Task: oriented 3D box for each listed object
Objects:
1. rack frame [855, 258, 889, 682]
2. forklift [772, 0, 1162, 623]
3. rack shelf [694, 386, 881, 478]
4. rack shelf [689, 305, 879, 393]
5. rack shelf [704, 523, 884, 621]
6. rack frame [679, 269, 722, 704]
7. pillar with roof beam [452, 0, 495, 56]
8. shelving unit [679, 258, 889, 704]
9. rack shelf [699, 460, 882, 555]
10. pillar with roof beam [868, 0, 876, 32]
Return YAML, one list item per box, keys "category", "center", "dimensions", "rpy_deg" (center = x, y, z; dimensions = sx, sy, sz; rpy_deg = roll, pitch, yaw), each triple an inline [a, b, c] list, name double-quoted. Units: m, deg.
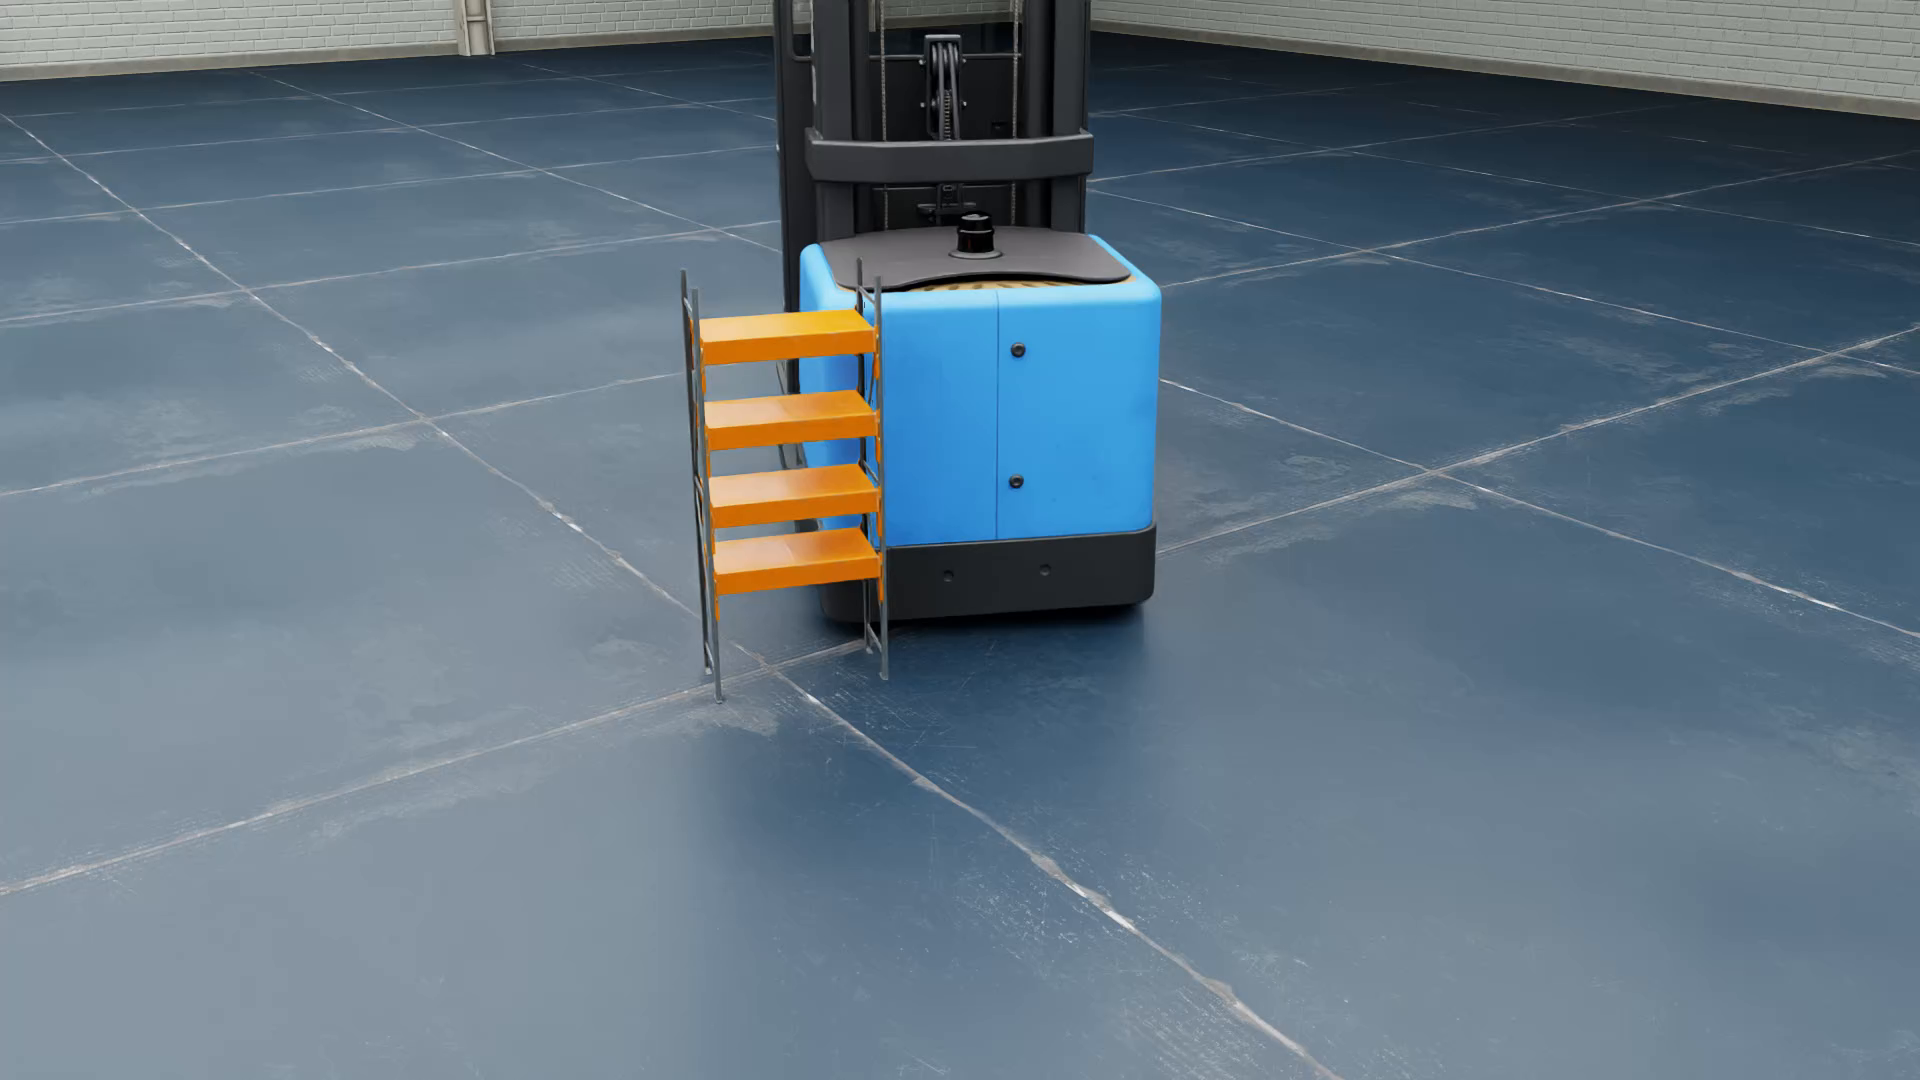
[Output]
- category: "rack frame"
  center: [-0.250, -0.185, 4.742]
  dimensions: [0.015, 1.200, 0.240]
  rpy_deg: [-6, 23, -15]
- category: "forklift"
  center: [-0.136, -1.621, 6.004]
  dimensions: [1.130, 2.935, 3.031]
  rpy_deg: [-4, 22, -9]
- category: "rack shelf"
  center: [-0.484, -0.305, 4.619]
  dimensions: [0.480, 0.148, 0.258]
  rpy_deg: [-6, 23, -15]
- category: "rack shelf"
  center: [-0.484, -0.525, 4.532]
  dimensions: [0.480, 0.148, 0.258]
  rpy_deg: [-6, 23, -15]
- category: "rack shelf"
  center: [-0.484, 0.087, 4.776]
  dimensions: [0.480, 0.148, 0.258]
  rpy_deg: [-6, 23, -15]
- category: "rack frame"
  center: [-0.718, -0.134, 4.613]
  dimensions: [0.015, 1.200, 0.240]
  rpy_deg: [-6, 23, -15]
- category: "pillar with roof beam"
  center: [-3.881, -9.314, 17.096]
  dimensions: [0.400, 9.000, 9.100]
  rpy_deg: [-15, 26, -33]
- category: "shelving unit"
  center: [-0.484, -0.160, 4.677]
  dimensions: [0.503, 1.200, 0.258]
  rpy_deg: [-6, 23, -15]
- category: "rack shelf"
  center: [-0.484, -0.097, 4.702]
  dimensions: [0.480, 0.148, 0.258]
  rpy_deg: [-6, 23, -15]
- category: "pillar with roof beam"
  center: [0.989, -10.613, 20.351]
  dimensions: [0.400, 9.000, 9.100]
  rpy_deg: [-15, 26, -33]
